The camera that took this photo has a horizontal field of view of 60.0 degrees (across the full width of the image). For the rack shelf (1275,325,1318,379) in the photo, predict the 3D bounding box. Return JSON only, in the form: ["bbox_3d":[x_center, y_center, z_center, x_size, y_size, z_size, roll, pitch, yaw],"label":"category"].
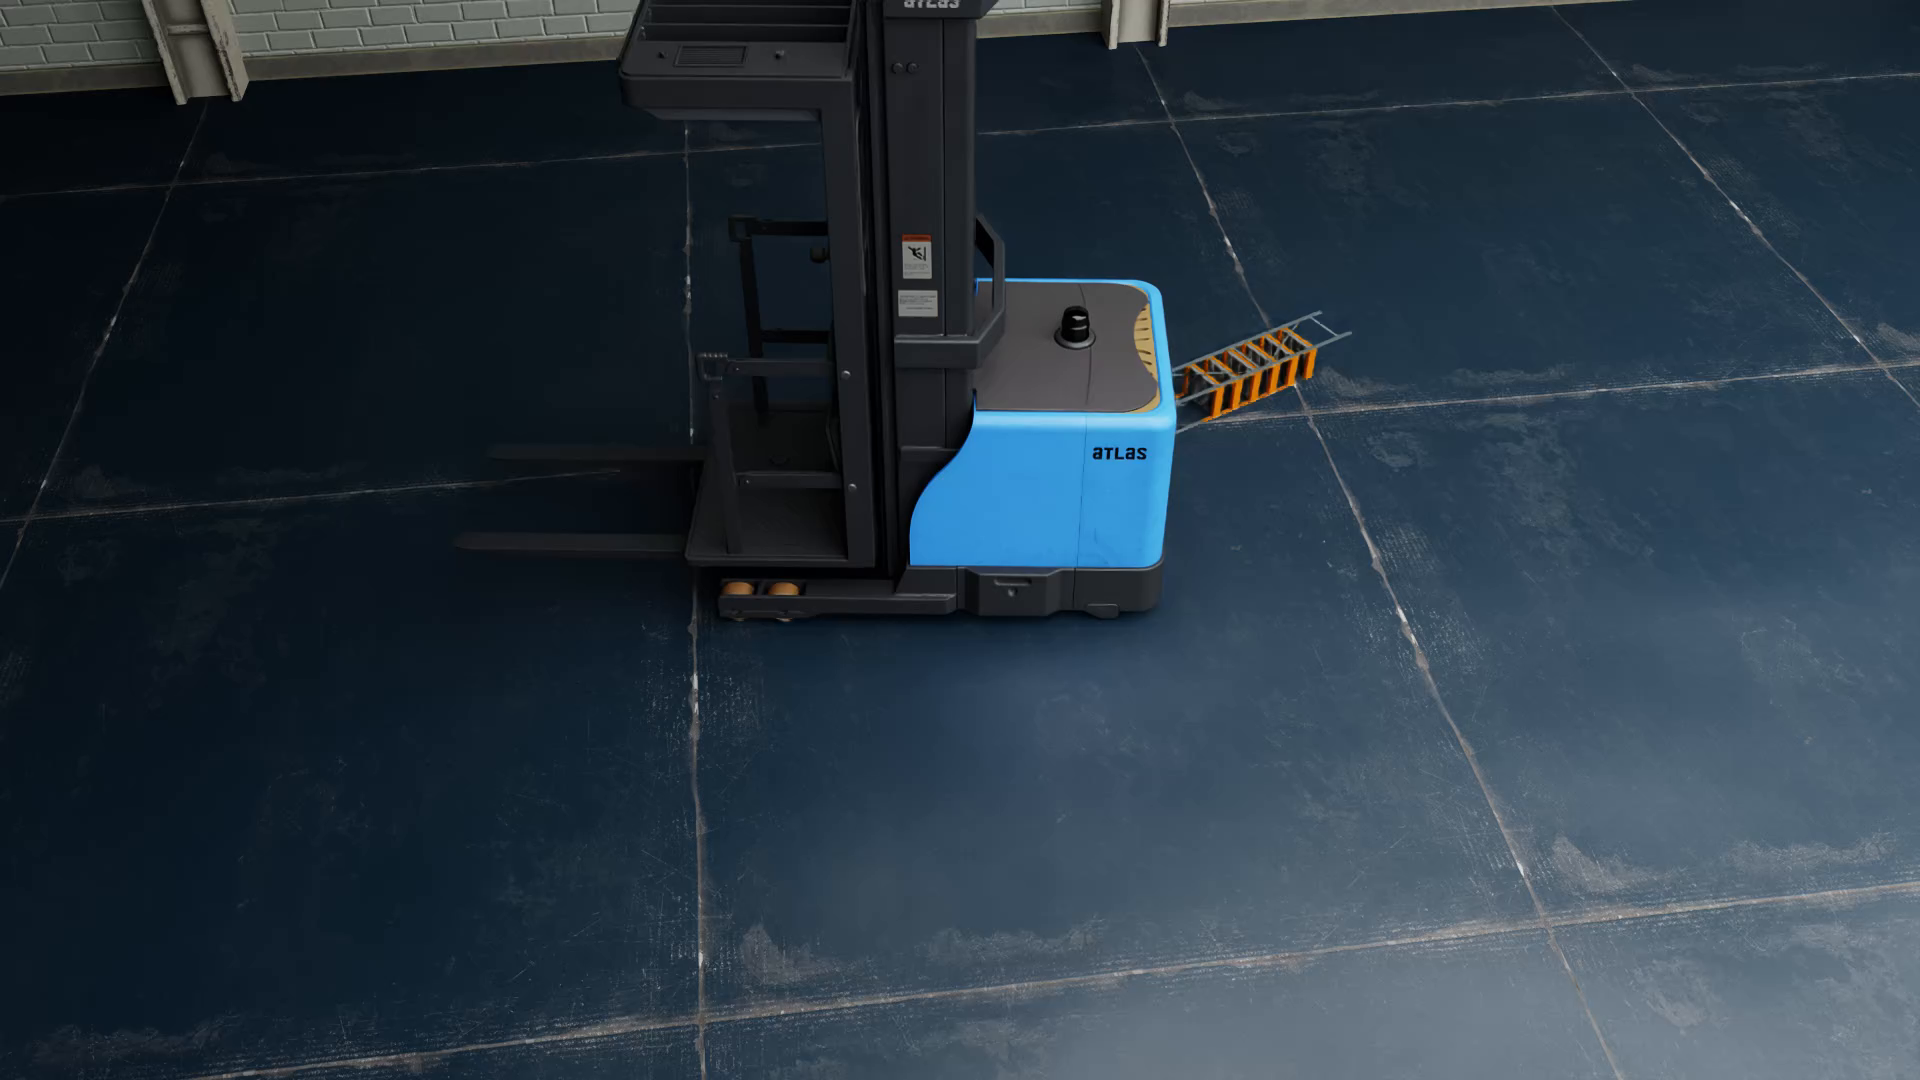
[{"bbox_3d":[1.670,-0.938,8.378,0.103,0.180,0.258,-23,47,-25],"label":"rack shelf"}]

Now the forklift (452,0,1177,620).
[{"bbox_3d":[-0.651,-1.102,6.498,3.031,2.935,1.130,1,42,1],"label":"forklift"}]

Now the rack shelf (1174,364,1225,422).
[{"bbox_3d":[1.168,-0.726,8.125,0.103,0.180,0.258,-23,47,-25],"label":"rack shelf"}]

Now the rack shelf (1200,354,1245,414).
[{"bbox_3d":[1.268,-0.769,8.176,0.103,0.180,0.258,-23,47,-25],"label":"rack shelf"}]

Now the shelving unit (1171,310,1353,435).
[{"bbox_3d":[1.406,-0.827,8.245,1.200,0.189,0.258,-23,47,-25],"label":"shelving unit"}]

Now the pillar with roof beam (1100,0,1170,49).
[{"bbox_3d":[1.725,-3.878,5.045,0.400,9.000,9.100,-5,42,-6],"label":"pillar with roof beam"}]

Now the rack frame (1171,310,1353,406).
[{"bbox_3d":[1.407,-0.895,8.184,1.200,0.006,0.240,-23,47,-25],"label":"rack frame"}]

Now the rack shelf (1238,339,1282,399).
[{"bbox_3d":[1.469,-0.853,8.277,0.103,0.180,0.258,-23,47,-25],"label":"rack shelf"}]

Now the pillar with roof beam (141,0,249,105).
[{"bbox_3d":[-4.225,-3.357,4.468,0.400,9.000,9.100,-5,42,-6],"label":"pillar with roof beam"}]

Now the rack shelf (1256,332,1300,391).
[{"bbox_3d":[1.569,-0.896,8.327,0.103,0.180,0.258,-23,47,-25],"label":"rack shelf"}]

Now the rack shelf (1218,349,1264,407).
[{"bbox_3d":[1.369,-0.811,8.226,0.103,0.180,0.258,-23,47,-25],"label":"rack shelf"}]

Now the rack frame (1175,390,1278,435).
[{"bbox_3d":[1.404,-0.758,8.306,1.200,0.006,0.240,-23,47,-25],"label":"rack frame"}]
